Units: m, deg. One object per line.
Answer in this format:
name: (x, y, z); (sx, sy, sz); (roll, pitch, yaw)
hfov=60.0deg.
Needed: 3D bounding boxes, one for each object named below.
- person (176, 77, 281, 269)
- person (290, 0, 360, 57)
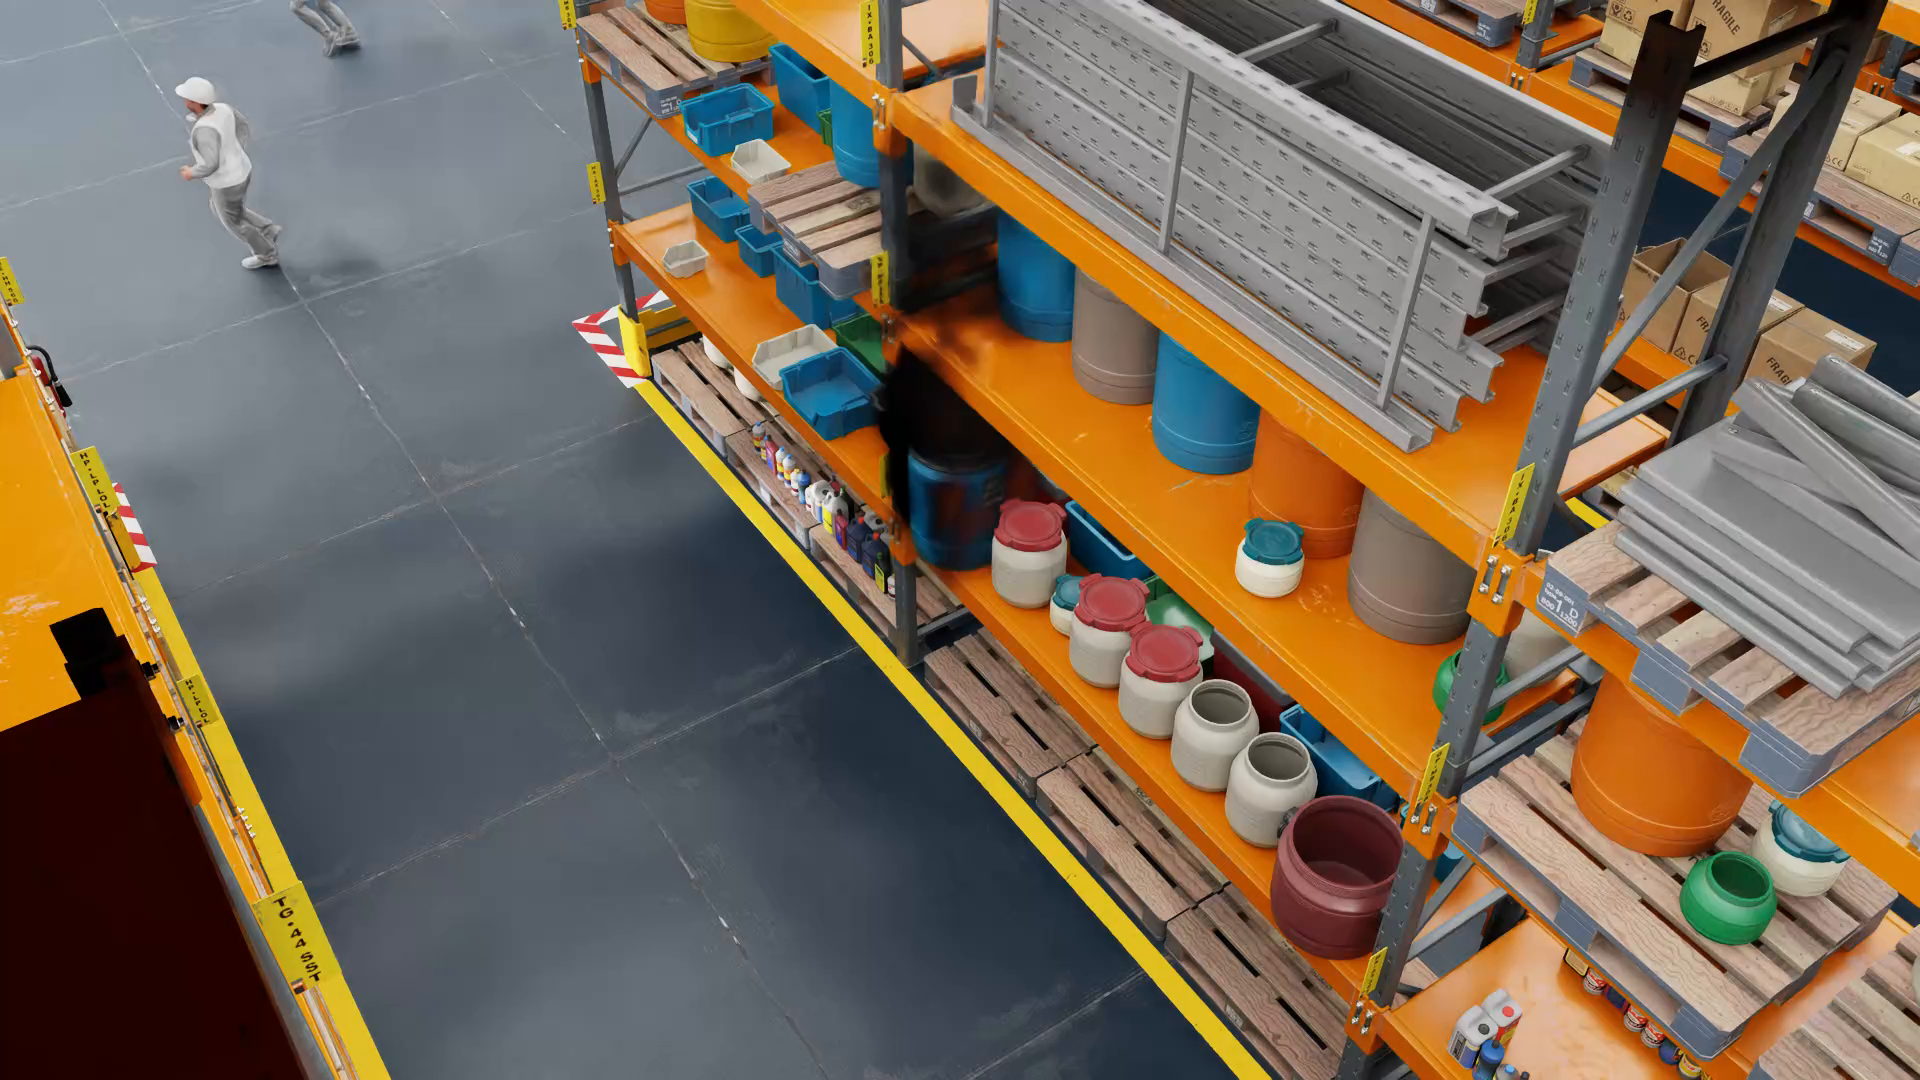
person: (-6.099, -3.014, 13.757); (0.571, 1.740, 0.672); (-3, 43, -3)
person: (-6.567, -5.700, 16.726); (0.660, 1.708, 0.643); (-7, 43, -8)
